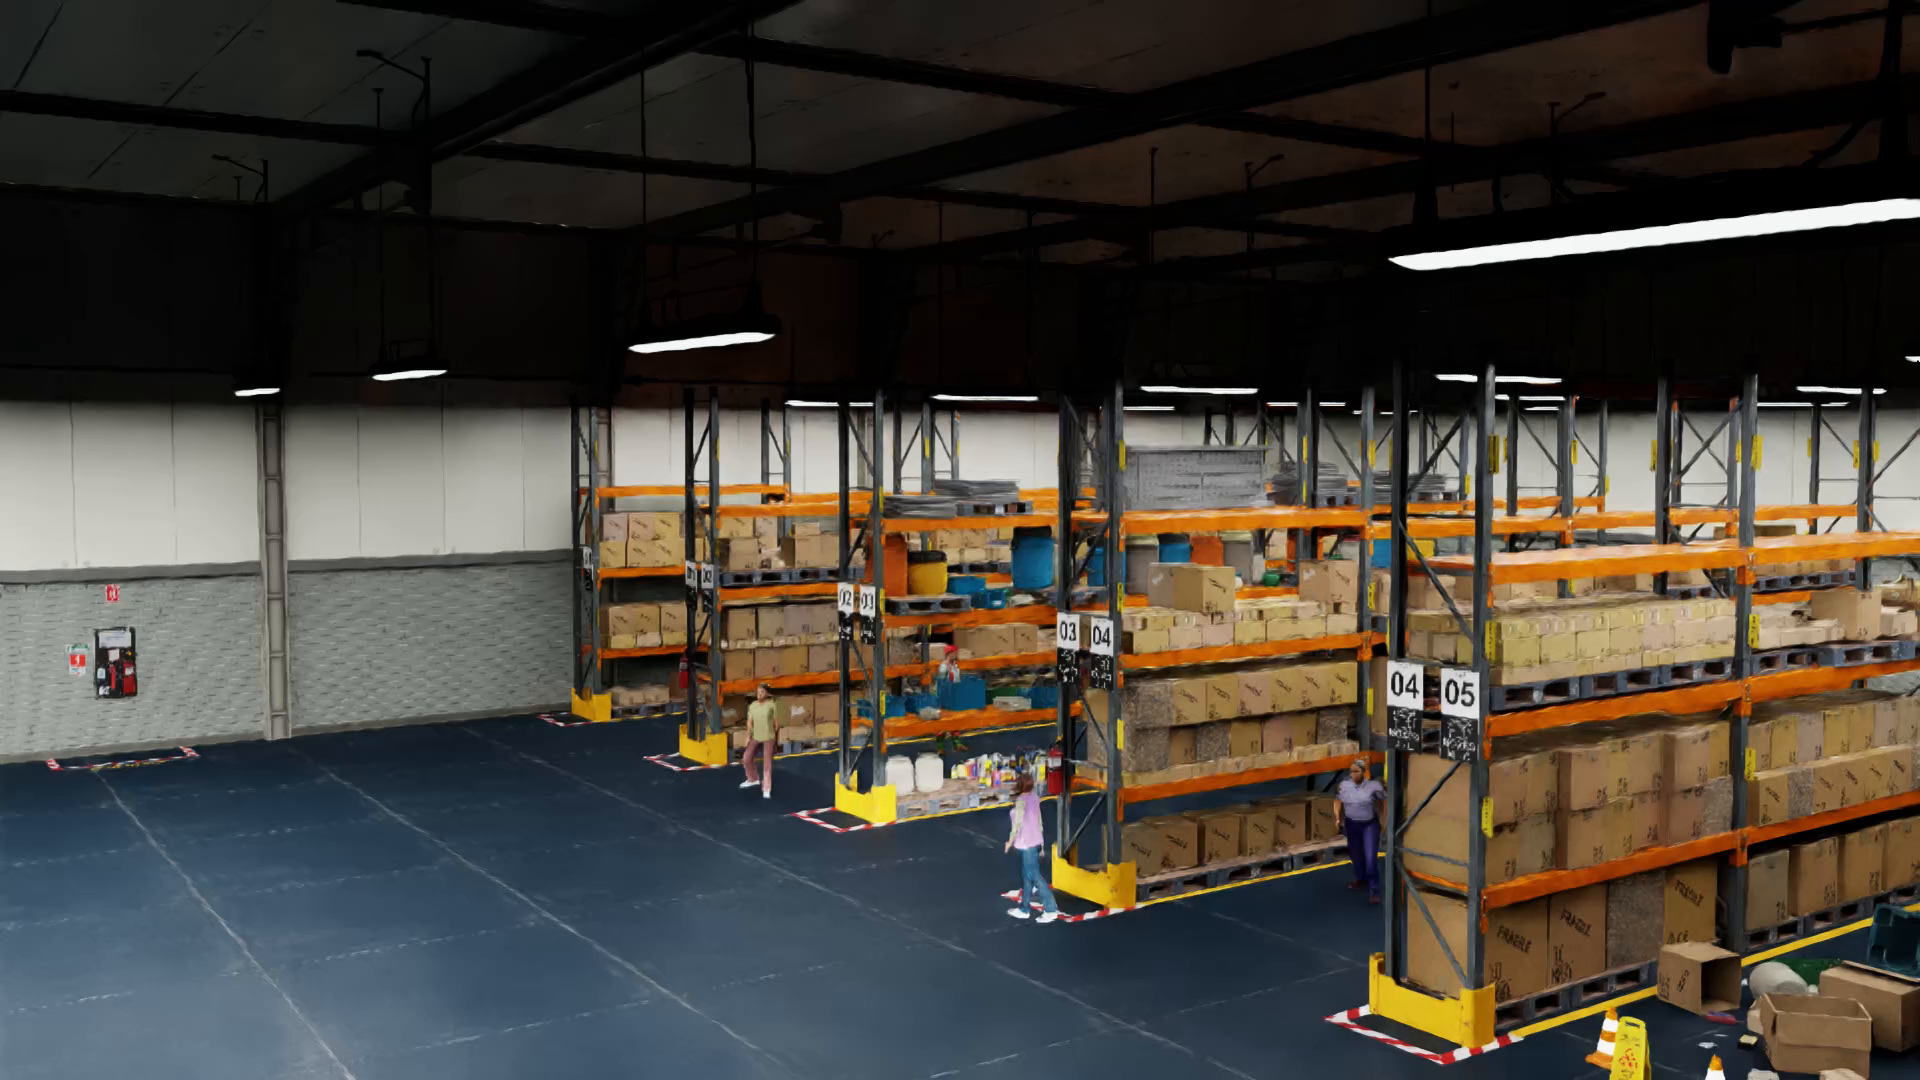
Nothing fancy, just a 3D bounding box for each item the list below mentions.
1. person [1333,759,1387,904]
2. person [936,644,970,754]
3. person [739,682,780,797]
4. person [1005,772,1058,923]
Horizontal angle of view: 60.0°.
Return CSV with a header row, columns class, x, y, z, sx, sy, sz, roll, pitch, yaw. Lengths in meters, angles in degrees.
class,x,y,z,sx,sy,sz,roll,pitch,yaw
person,4.577,3.242,18.785,0.655,1.564,0.824,3,4,38
person,-0.123,2.601,27.406,0.468,1.794,0.625,2,4,29
person,-2.948,2.876,24.226,0.646,1.664,0.486,1,4,13
person,0.769,3.297,17.878,0.638,1.586,0.444,2,4,29
